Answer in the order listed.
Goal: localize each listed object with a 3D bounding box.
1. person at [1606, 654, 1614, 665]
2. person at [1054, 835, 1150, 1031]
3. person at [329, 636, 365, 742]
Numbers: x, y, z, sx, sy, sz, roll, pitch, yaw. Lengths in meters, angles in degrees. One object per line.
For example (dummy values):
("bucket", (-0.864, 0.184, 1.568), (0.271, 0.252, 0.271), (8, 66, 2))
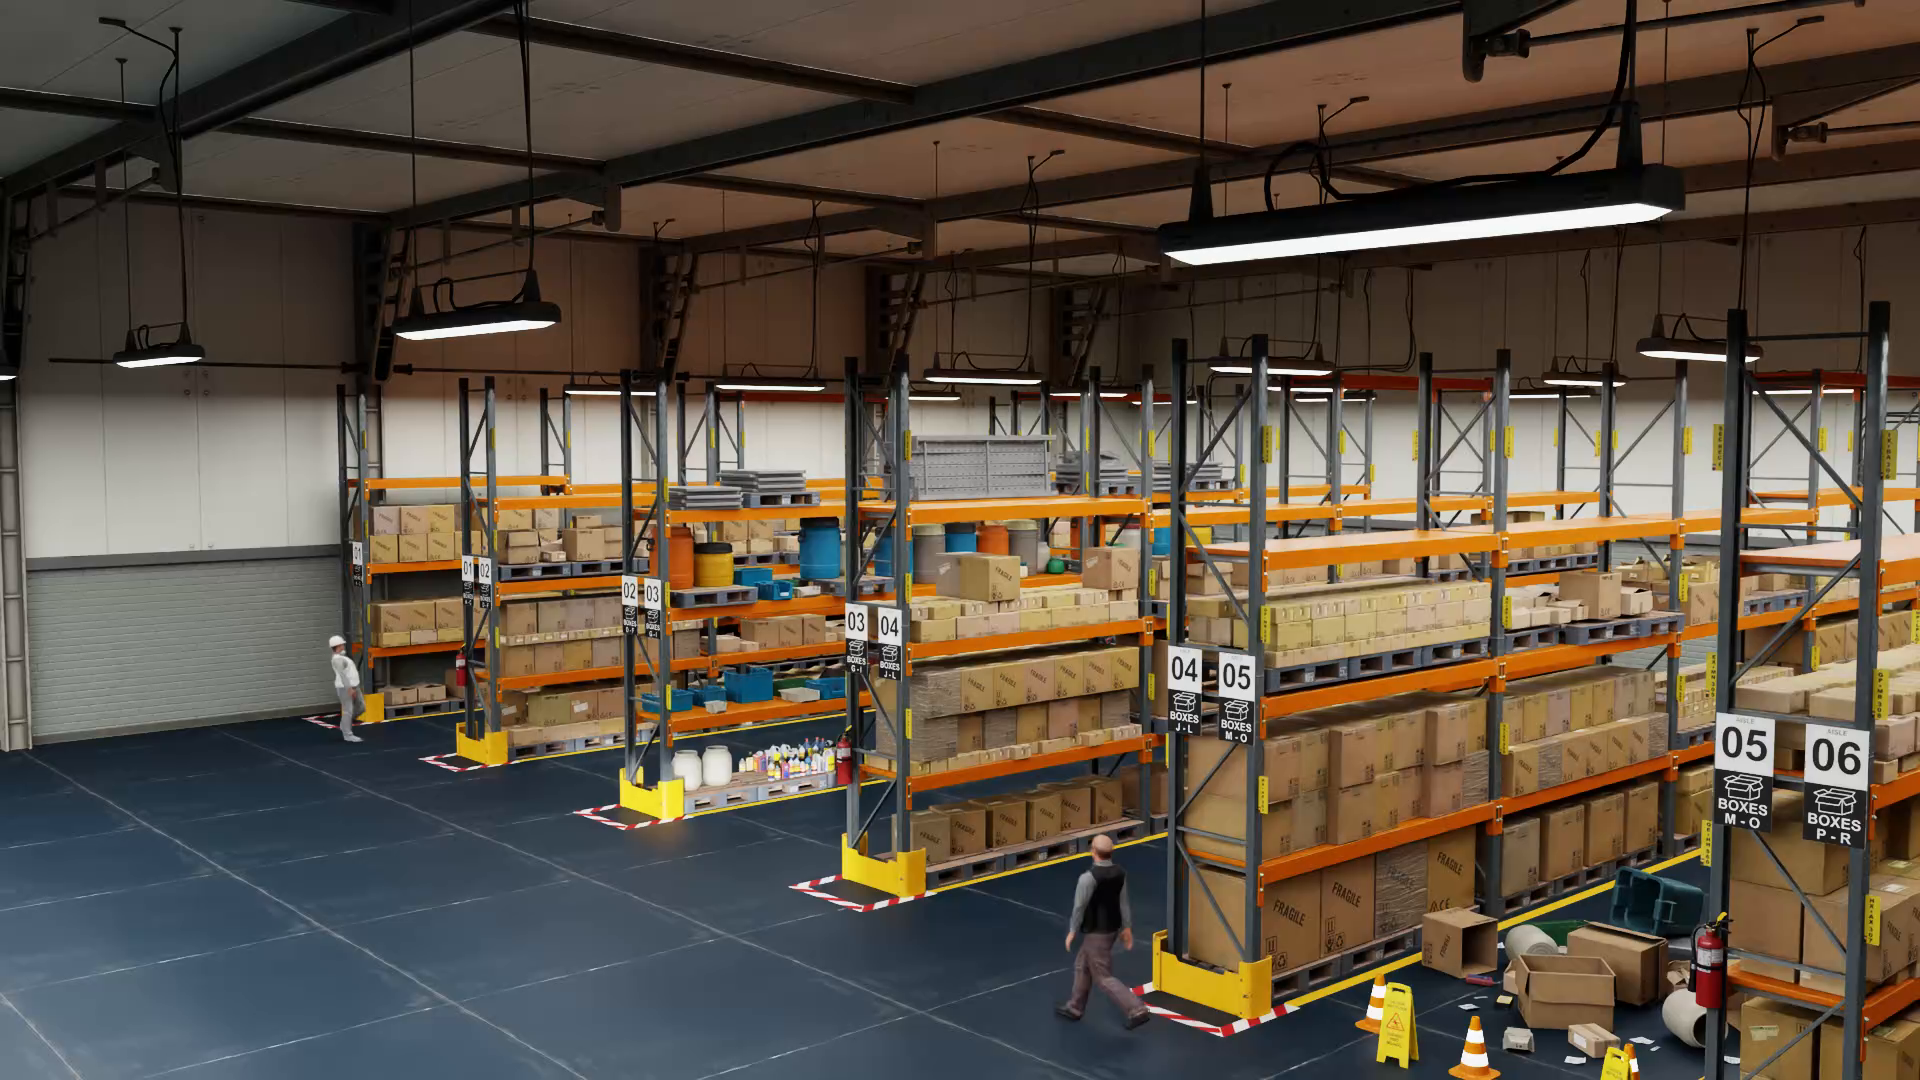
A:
("person", (10.428, 2.594, 26.903), (0.908, 1.695, 0.427), (-3, 5, -41))
("person", (1.202, 3.383, 14.326), (0.981, 1.696, 0.505), (2, 4, 24))
("person", (-10.236, 2.468, 27.780), (0.551, 1.757, 0.608), (0, 4, 1))
